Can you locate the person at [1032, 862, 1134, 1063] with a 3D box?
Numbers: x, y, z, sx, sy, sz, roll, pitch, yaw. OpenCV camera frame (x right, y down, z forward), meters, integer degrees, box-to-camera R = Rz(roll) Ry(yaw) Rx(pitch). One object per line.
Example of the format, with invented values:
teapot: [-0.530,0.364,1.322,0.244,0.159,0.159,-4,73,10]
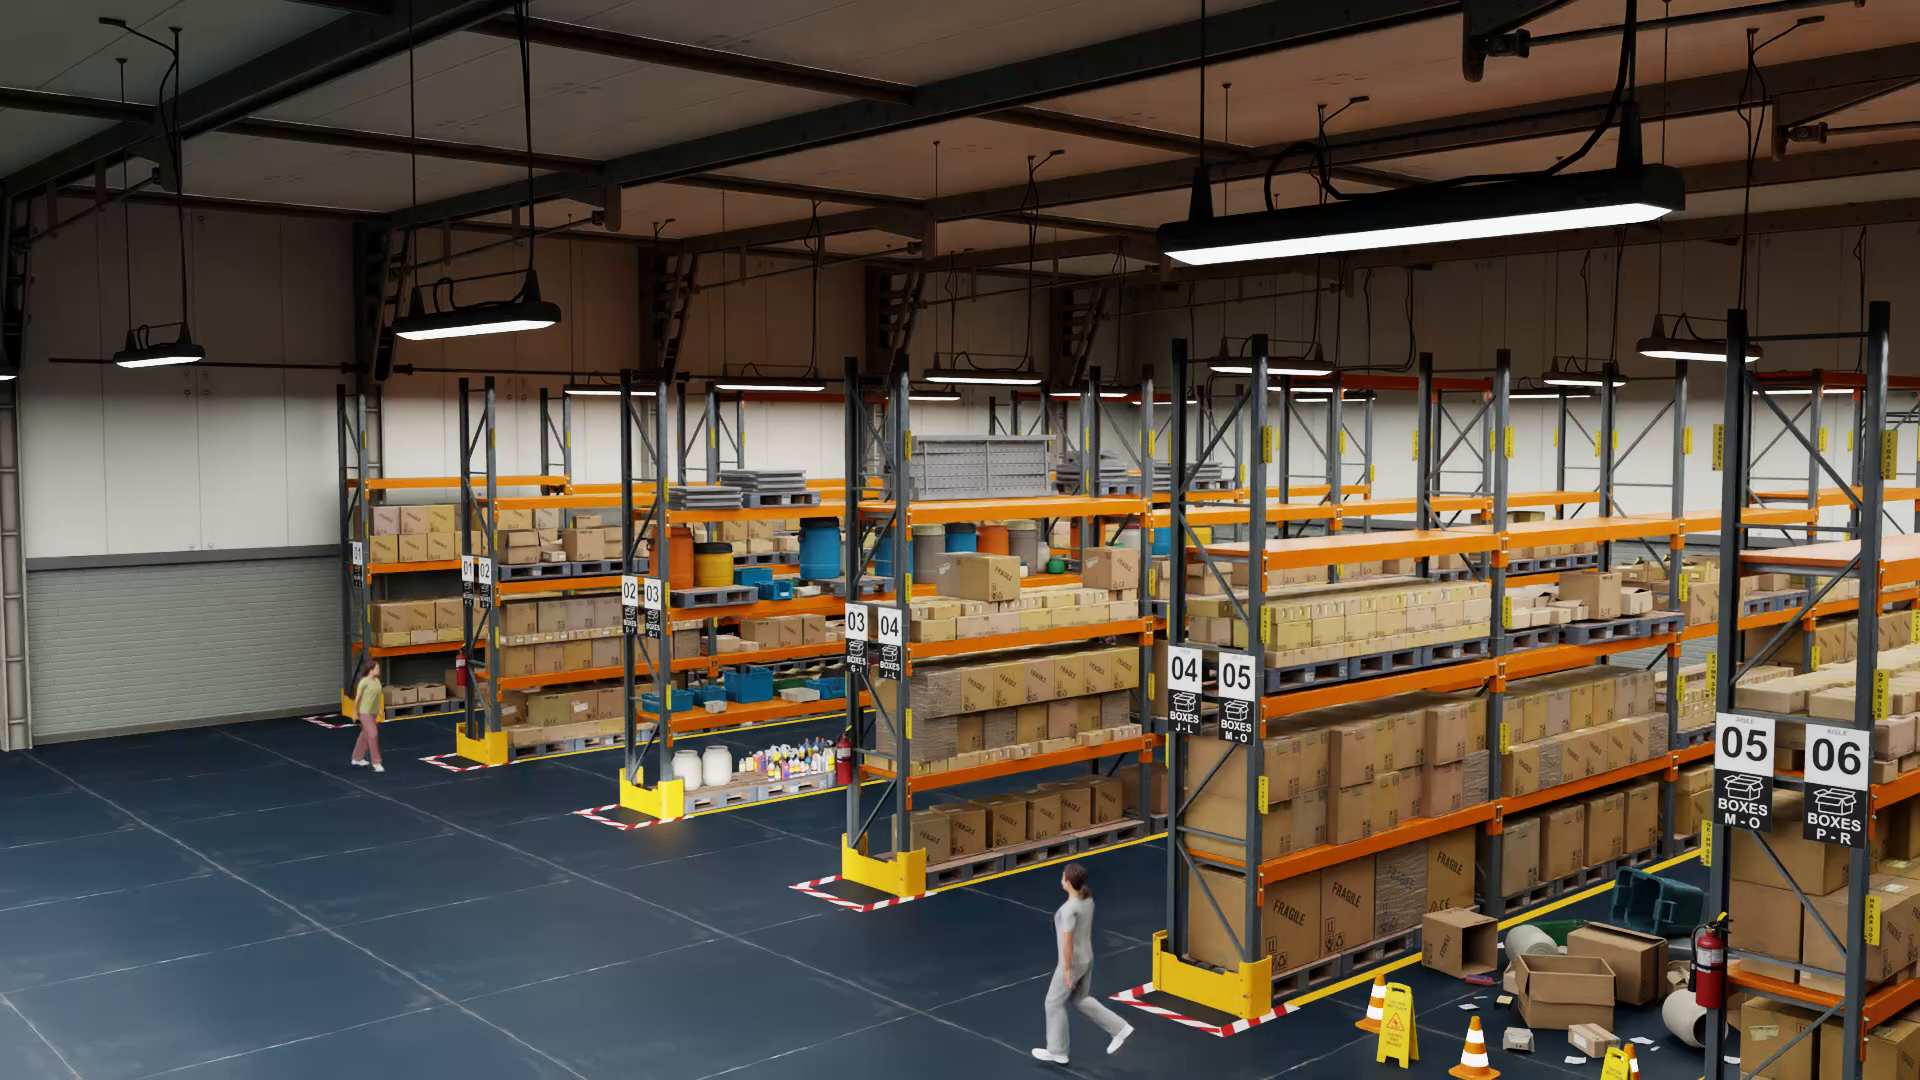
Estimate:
person: [0.991,3.442,13.501,0.820,1.642,0.444,1,4,17]

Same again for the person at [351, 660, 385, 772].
person: [-9.026,2.677,25.446,0.752,1.676,0.501,2,4,22]
